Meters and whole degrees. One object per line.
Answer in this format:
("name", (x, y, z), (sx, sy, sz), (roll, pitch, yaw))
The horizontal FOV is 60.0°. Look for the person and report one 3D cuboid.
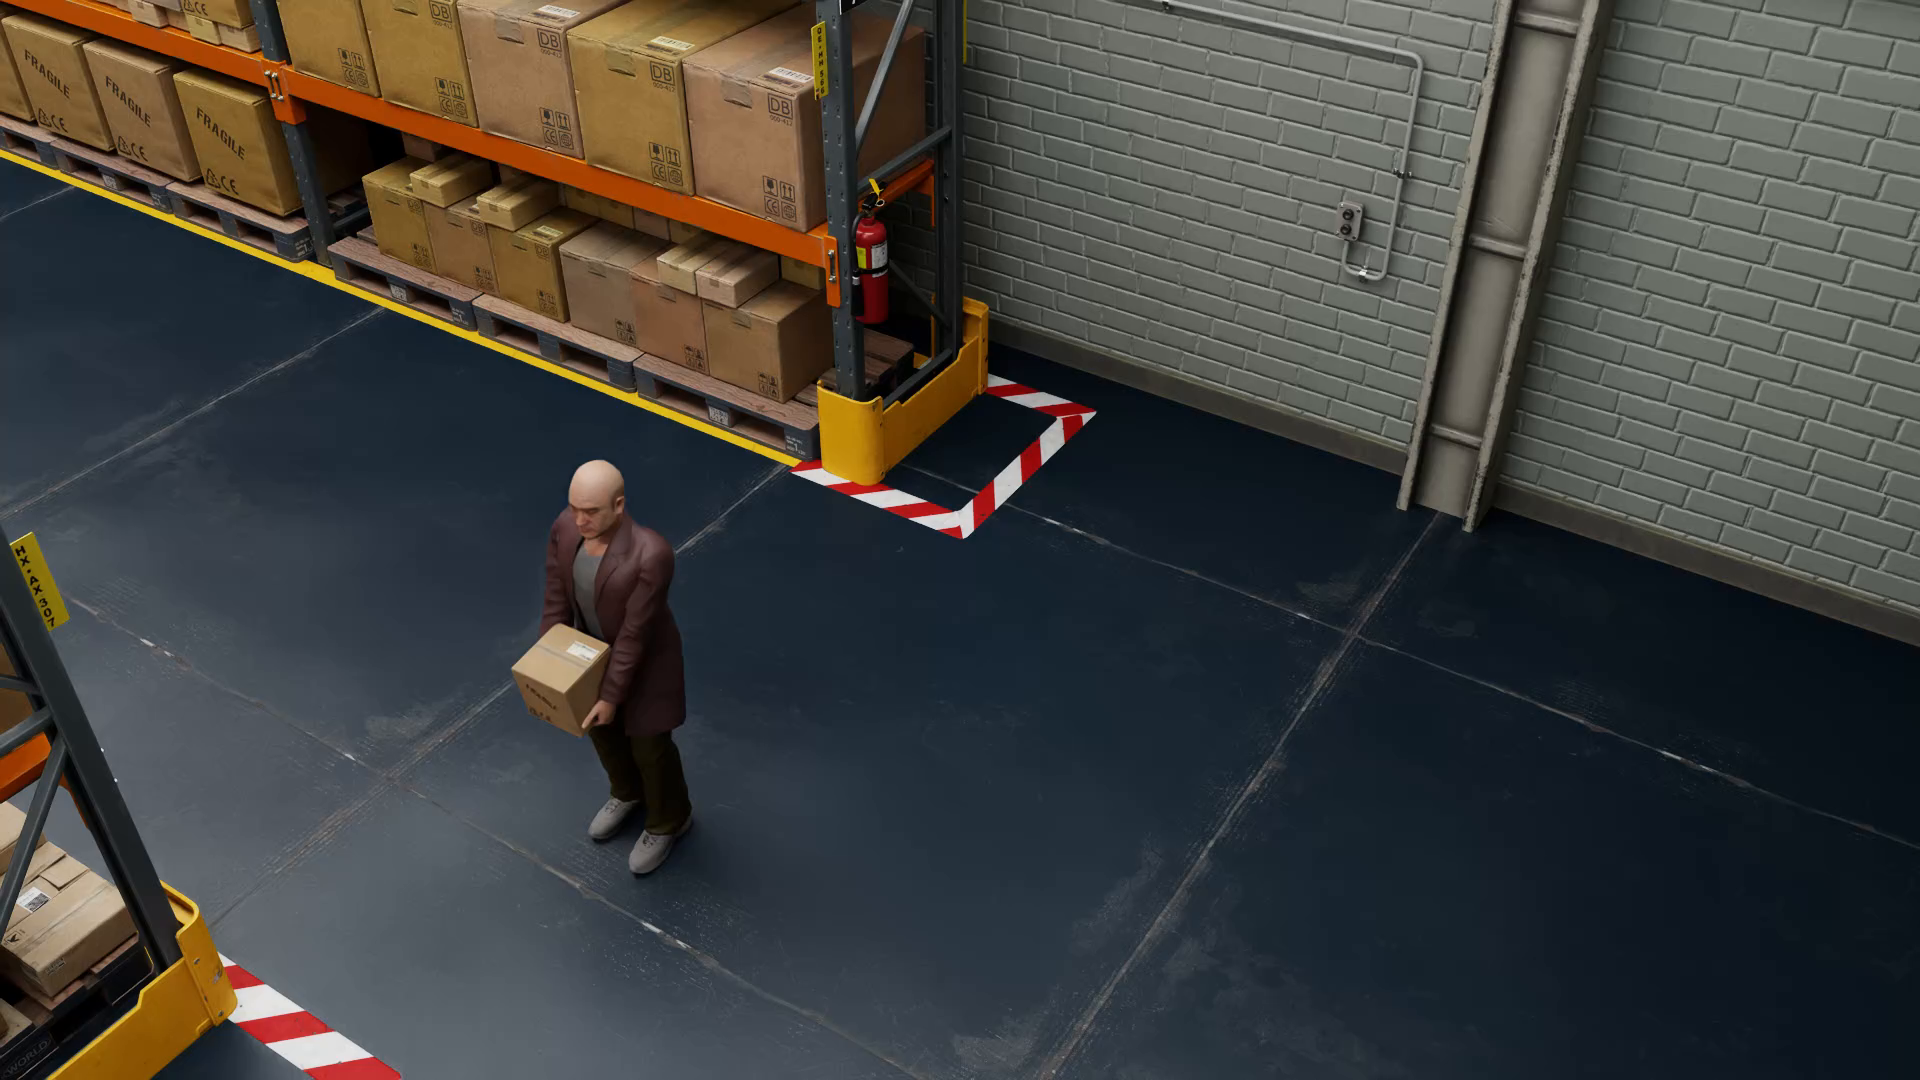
("person", (-1.280, 0.487, 6.072), (0.528, 1.779, 0.569), (21, 42, 24))
